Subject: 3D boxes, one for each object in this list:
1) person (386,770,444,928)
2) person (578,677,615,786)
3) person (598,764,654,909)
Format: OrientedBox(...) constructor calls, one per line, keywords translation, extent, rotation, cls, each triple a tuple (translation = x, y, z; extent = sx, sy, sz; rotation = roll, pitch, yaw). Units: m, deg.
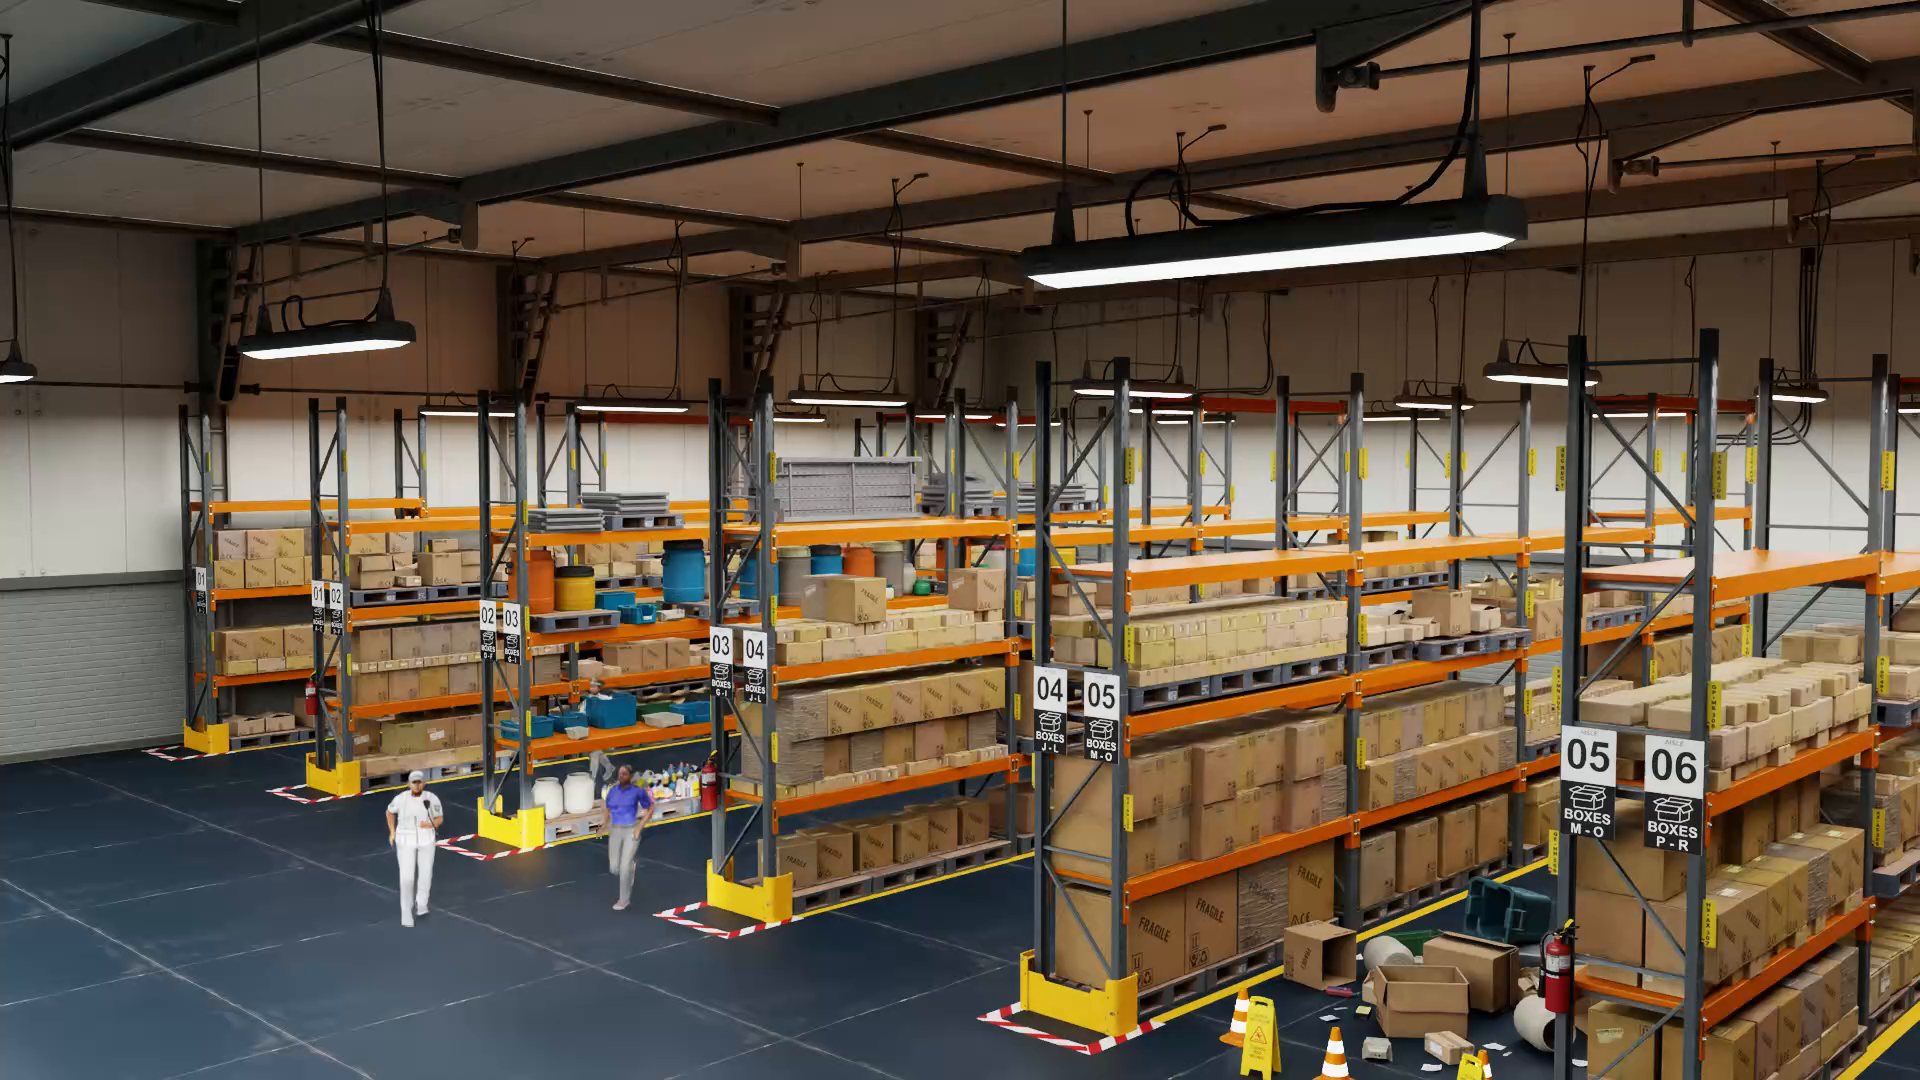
OrientedBox(translation=(-5.974, 3.380, 18.268), extent=(0.574, 1.712, 0.716), rotation=(-1, 3, -24), cls="person")
OrientedBox(translation=(-5.573, 2.946, 25.584), extent=(0.638, 1.701, 0.897), rotation=(1, 3, 26), cls="person")
OrientedBox(translation=(-3.800, 3.358, 19.025), extent=(0.592, 1.614, 0.646), rotation=(1, 3, 12), cls="person")
